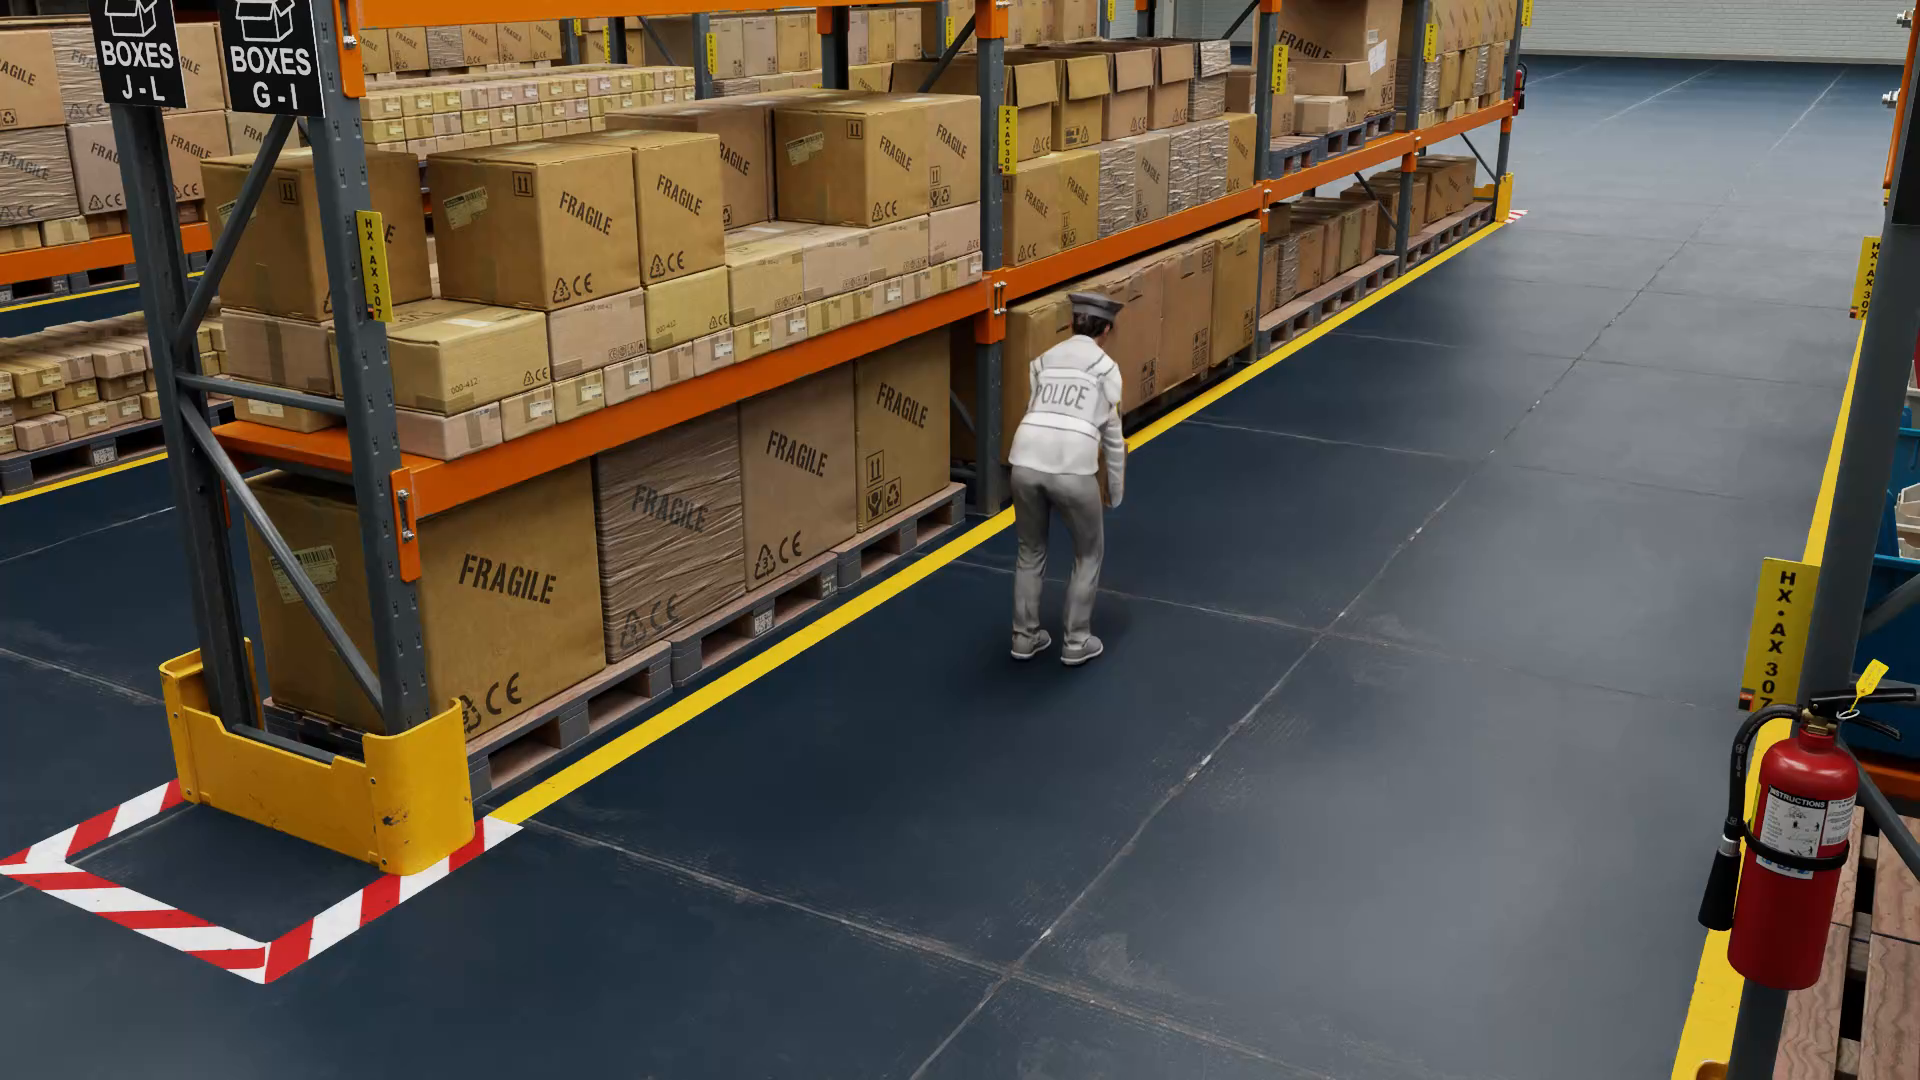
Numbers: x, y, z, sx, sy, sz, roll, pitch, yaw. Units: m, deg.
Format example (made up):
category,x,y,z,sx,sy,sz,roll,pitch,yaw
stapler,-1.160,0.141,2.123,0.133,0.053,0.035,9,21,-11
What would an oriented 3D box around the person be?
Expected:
category,x,y,z,sx,sy,sz,roll,pitch,yaw
person,0.463,-0.258,7.008,0.405,1.530,0.686,10,22,26
